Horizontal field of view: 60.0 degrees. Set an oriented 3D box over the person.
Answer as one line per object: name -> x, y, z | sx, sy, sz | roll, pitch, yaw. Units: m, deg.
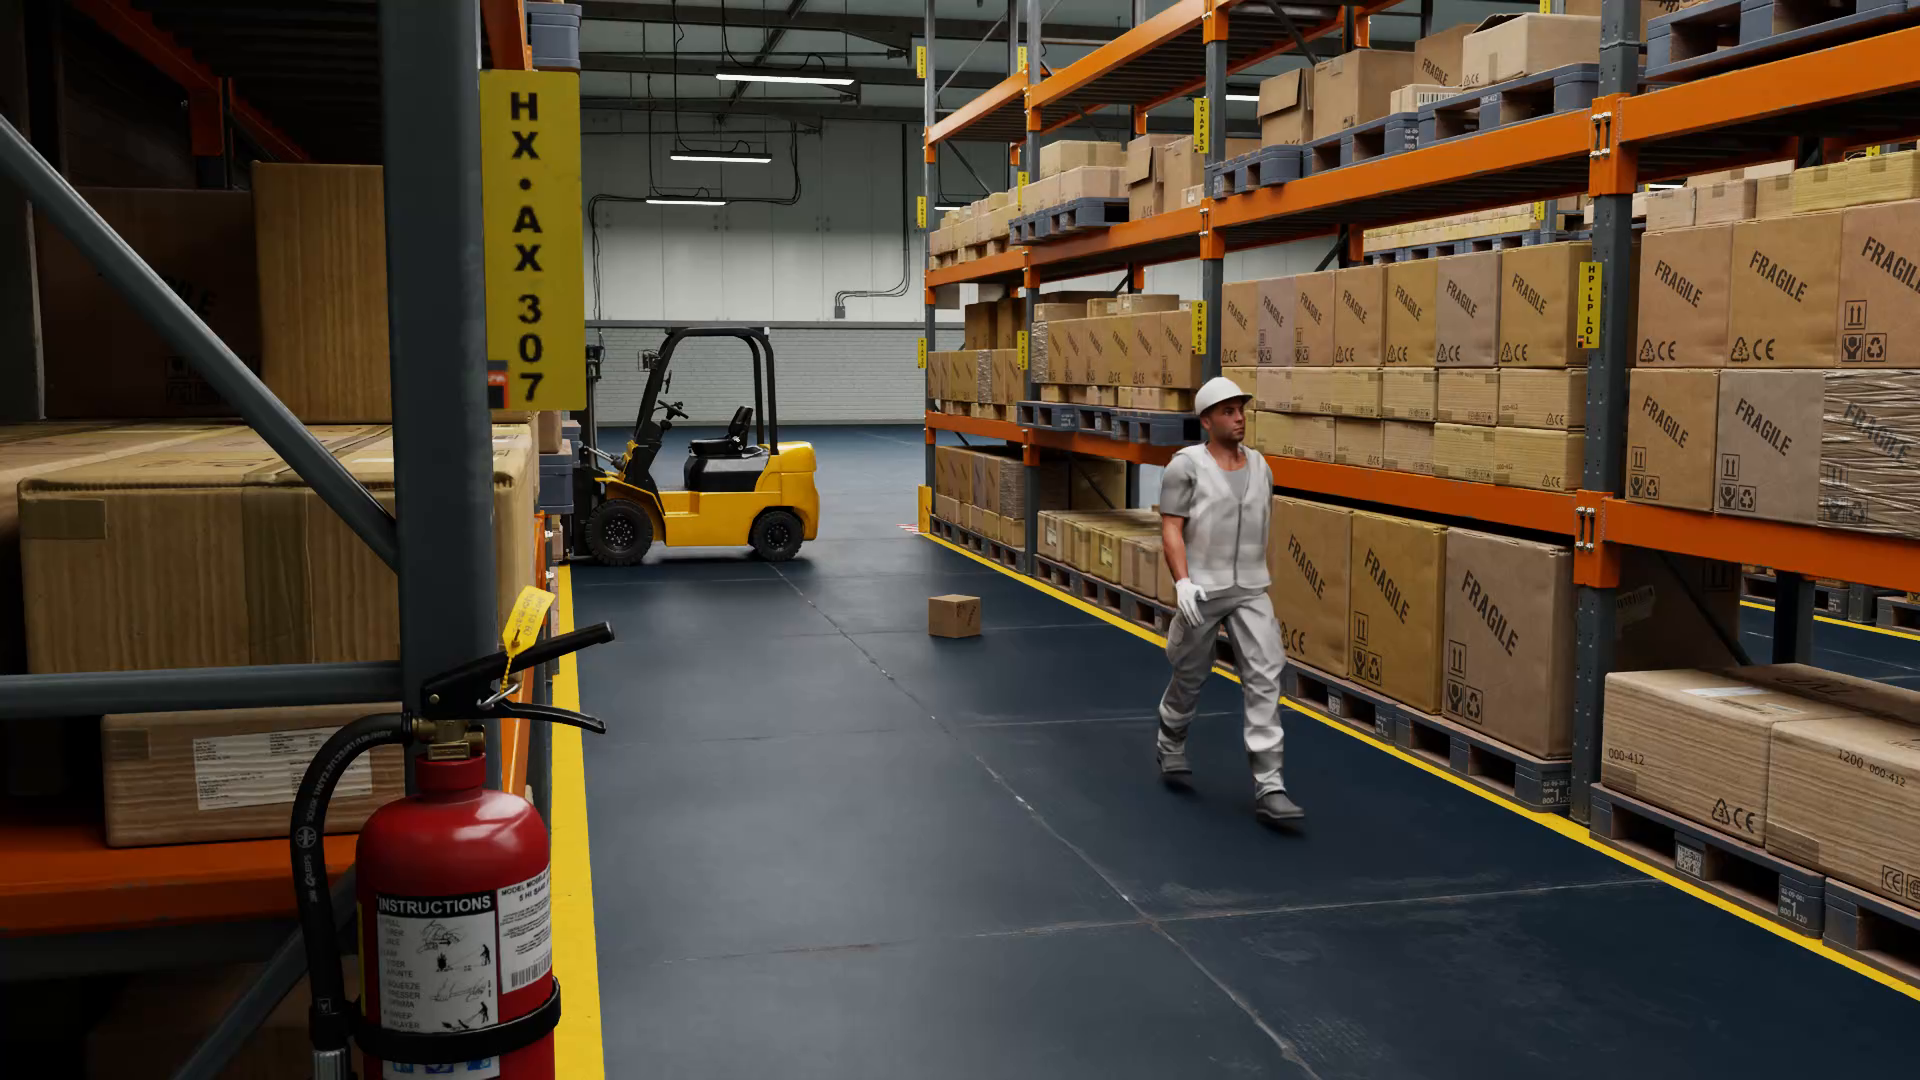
person -> 1.075, 0.214, 6.753 | 0.534, 1.743, 1.043 | -1, 6, -14
